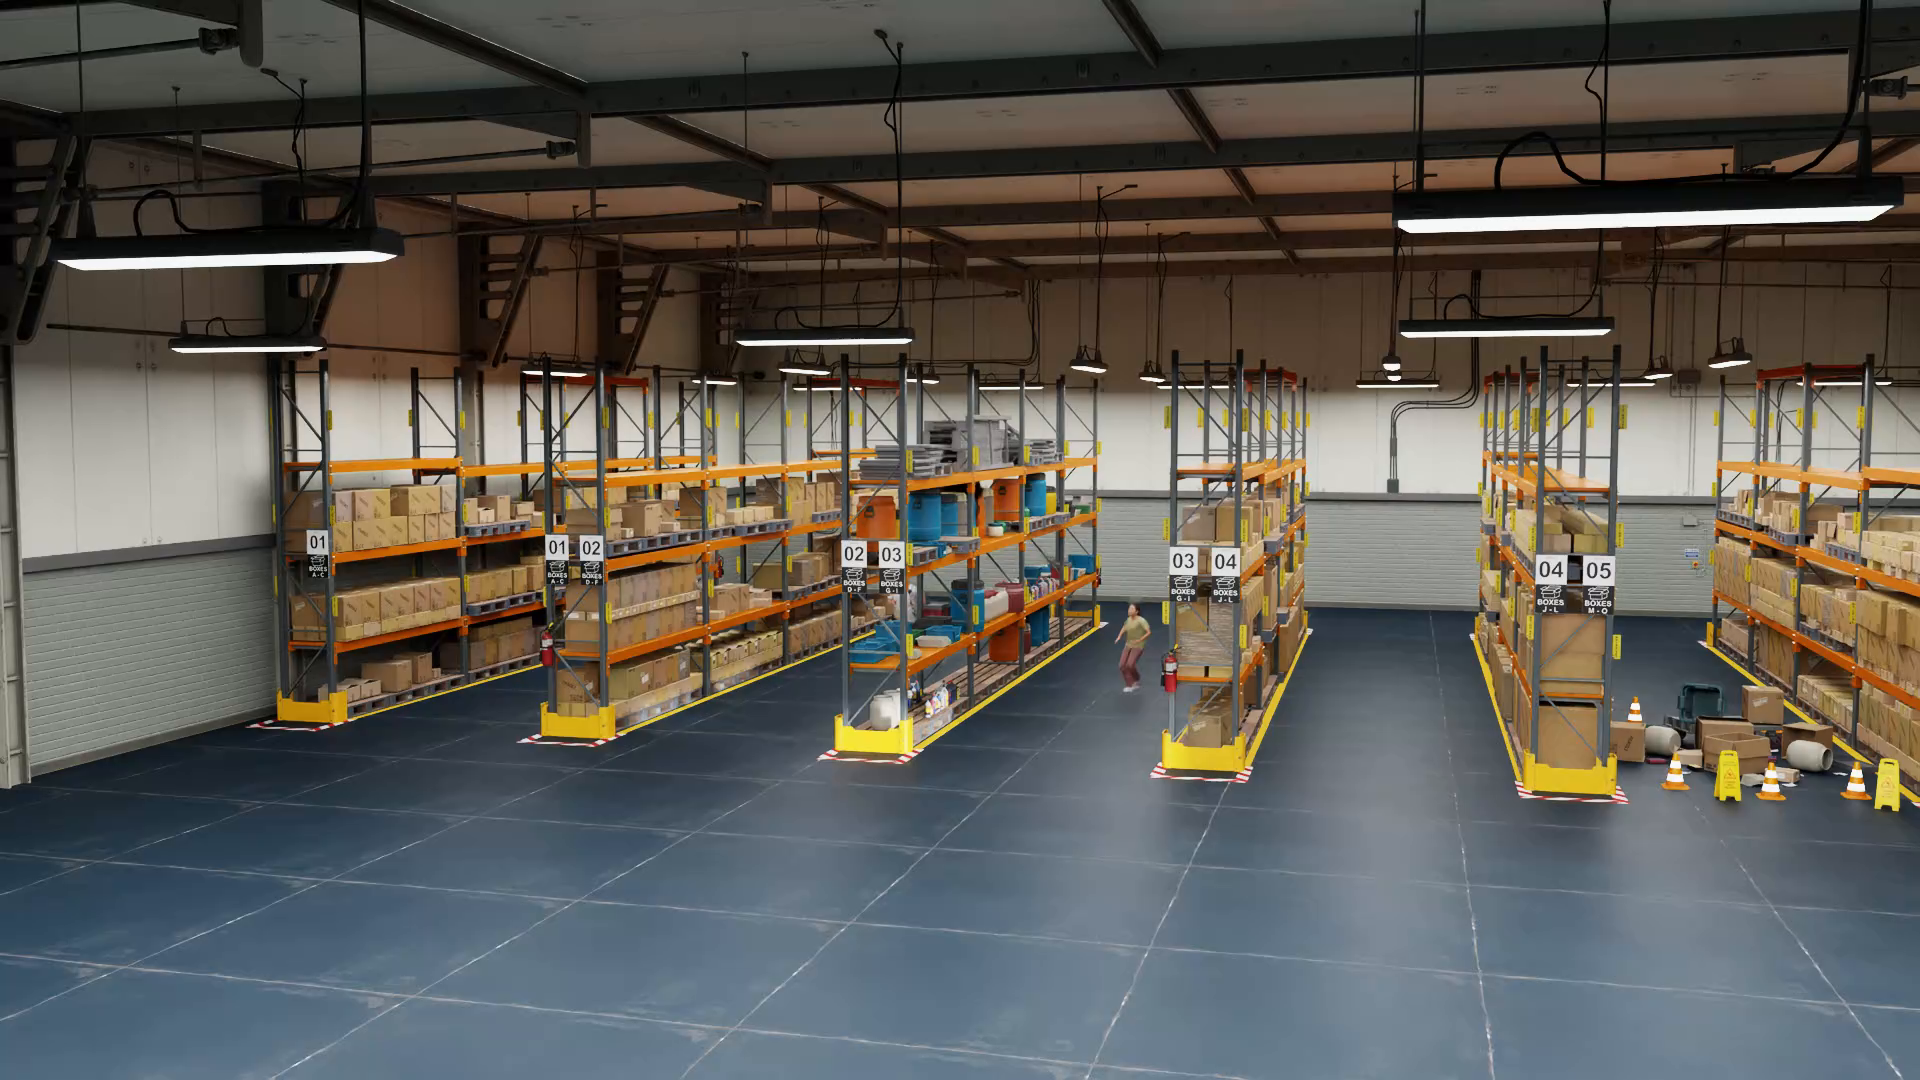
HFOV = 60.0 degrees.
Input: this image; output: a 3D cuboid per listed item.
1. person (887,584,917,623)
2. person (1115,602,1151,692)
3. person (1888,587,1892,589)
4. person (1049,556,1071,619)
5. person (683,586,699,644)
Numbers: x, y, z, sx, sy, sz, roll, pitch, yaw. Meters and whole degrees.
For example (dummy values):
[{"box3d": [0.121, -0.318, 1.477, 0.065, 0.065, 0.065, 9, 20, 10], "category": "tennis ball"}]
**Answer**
[{"box3d": [-1.102, 1.539, 32.365, 0.622, 1.911, 0.824, 2, 4, 22], "category": "person"}, {"box3d": [3.017, 1.868, 28.859, 0.650, 1.590, 0.495, 3, 5, 40], "category": "person"}, {"box3d": [19.040, 1.732, 33.950, 0.657, 1.676, 0.770, -1, 4, -14], "category": "person"}, {"box3d": [2.434, 1.197, 41.723, 0.724, 1.624, 0.569, 2, 5, 26], "category": "person"}, {"box3d": [-6.089, 1.518, 36.900, 0.694, 1.673, 0.795, 0, 4, -2], "category": "person"}]
